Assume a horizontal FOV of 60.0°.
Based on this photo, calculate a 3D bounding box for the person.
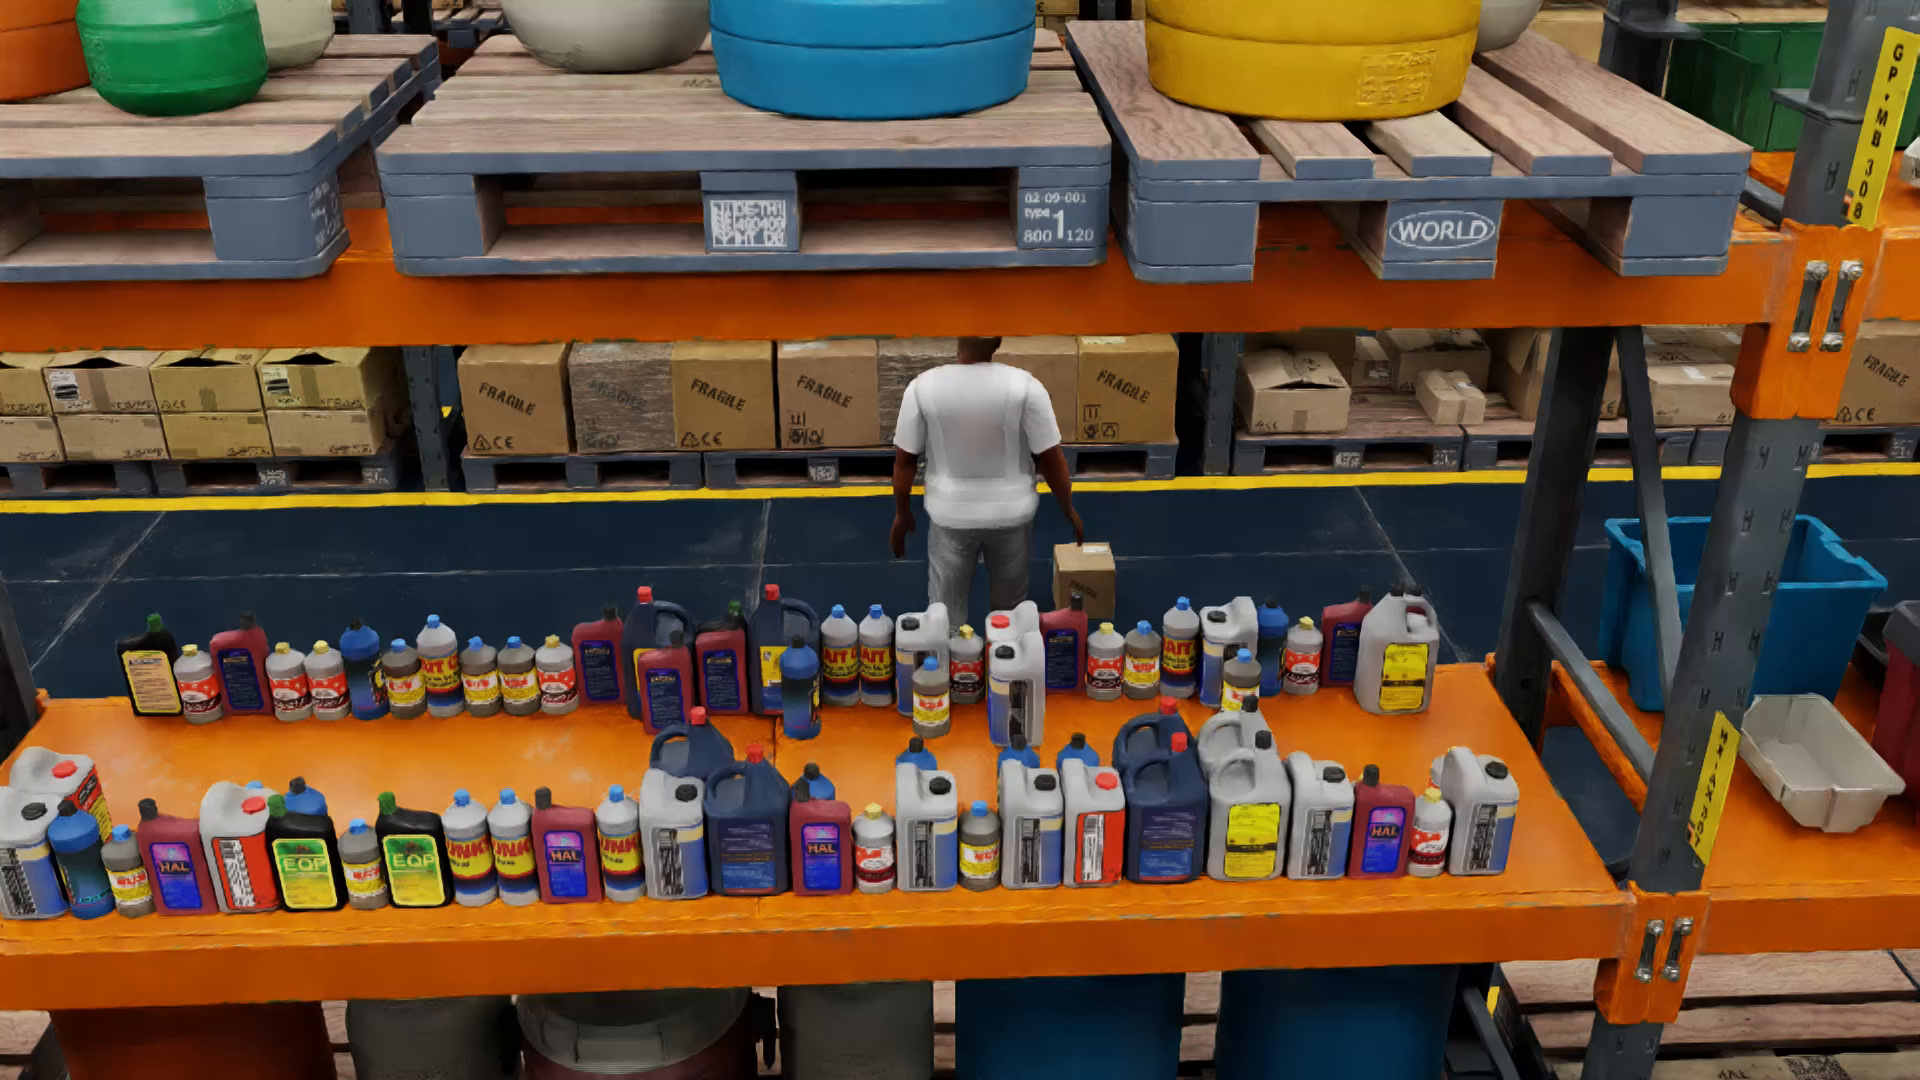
[{"bbox_3d":[0.104,-0.116,6.292,0.738,1.768,0.582,1,27,1],"label":"person"}]
